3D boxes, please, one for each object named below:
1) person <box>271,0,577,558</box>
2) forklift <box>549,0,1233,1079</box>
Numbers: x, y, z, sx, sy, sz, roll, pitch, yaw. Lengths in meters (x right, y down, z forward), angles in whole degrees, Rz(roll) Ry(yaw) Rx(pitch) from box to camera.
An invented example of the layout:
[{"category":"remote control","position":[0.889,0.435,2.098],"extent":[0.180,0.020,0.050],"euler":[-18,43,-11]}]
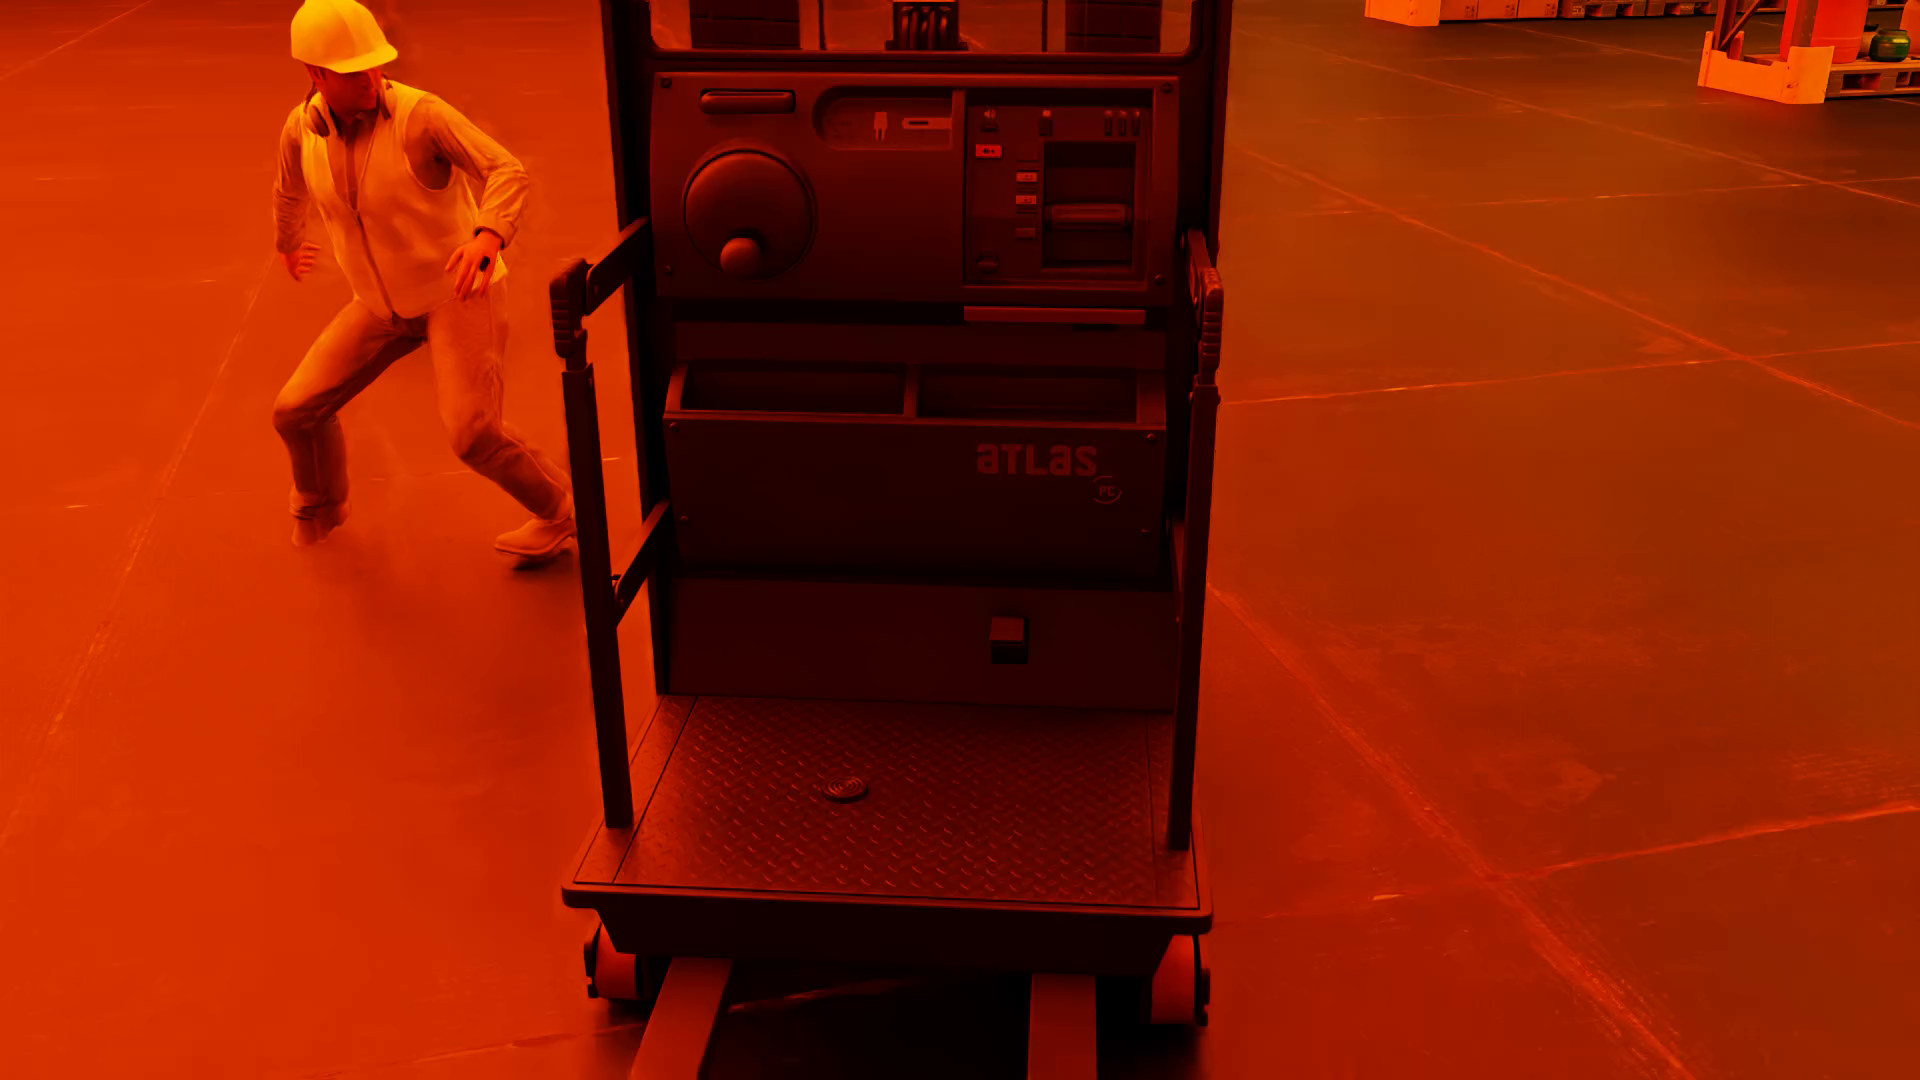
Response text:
[{"category":"person","position":[-1.611,-0.658,4.682],"extent":[1.023,1.718,0.571],"euler":[8,24,19]},{"category":"forklift","position":[-0.096,-0.608,2.739],"extent":[1.130,2.935,3.031],"euler":[2,23,4]}]
